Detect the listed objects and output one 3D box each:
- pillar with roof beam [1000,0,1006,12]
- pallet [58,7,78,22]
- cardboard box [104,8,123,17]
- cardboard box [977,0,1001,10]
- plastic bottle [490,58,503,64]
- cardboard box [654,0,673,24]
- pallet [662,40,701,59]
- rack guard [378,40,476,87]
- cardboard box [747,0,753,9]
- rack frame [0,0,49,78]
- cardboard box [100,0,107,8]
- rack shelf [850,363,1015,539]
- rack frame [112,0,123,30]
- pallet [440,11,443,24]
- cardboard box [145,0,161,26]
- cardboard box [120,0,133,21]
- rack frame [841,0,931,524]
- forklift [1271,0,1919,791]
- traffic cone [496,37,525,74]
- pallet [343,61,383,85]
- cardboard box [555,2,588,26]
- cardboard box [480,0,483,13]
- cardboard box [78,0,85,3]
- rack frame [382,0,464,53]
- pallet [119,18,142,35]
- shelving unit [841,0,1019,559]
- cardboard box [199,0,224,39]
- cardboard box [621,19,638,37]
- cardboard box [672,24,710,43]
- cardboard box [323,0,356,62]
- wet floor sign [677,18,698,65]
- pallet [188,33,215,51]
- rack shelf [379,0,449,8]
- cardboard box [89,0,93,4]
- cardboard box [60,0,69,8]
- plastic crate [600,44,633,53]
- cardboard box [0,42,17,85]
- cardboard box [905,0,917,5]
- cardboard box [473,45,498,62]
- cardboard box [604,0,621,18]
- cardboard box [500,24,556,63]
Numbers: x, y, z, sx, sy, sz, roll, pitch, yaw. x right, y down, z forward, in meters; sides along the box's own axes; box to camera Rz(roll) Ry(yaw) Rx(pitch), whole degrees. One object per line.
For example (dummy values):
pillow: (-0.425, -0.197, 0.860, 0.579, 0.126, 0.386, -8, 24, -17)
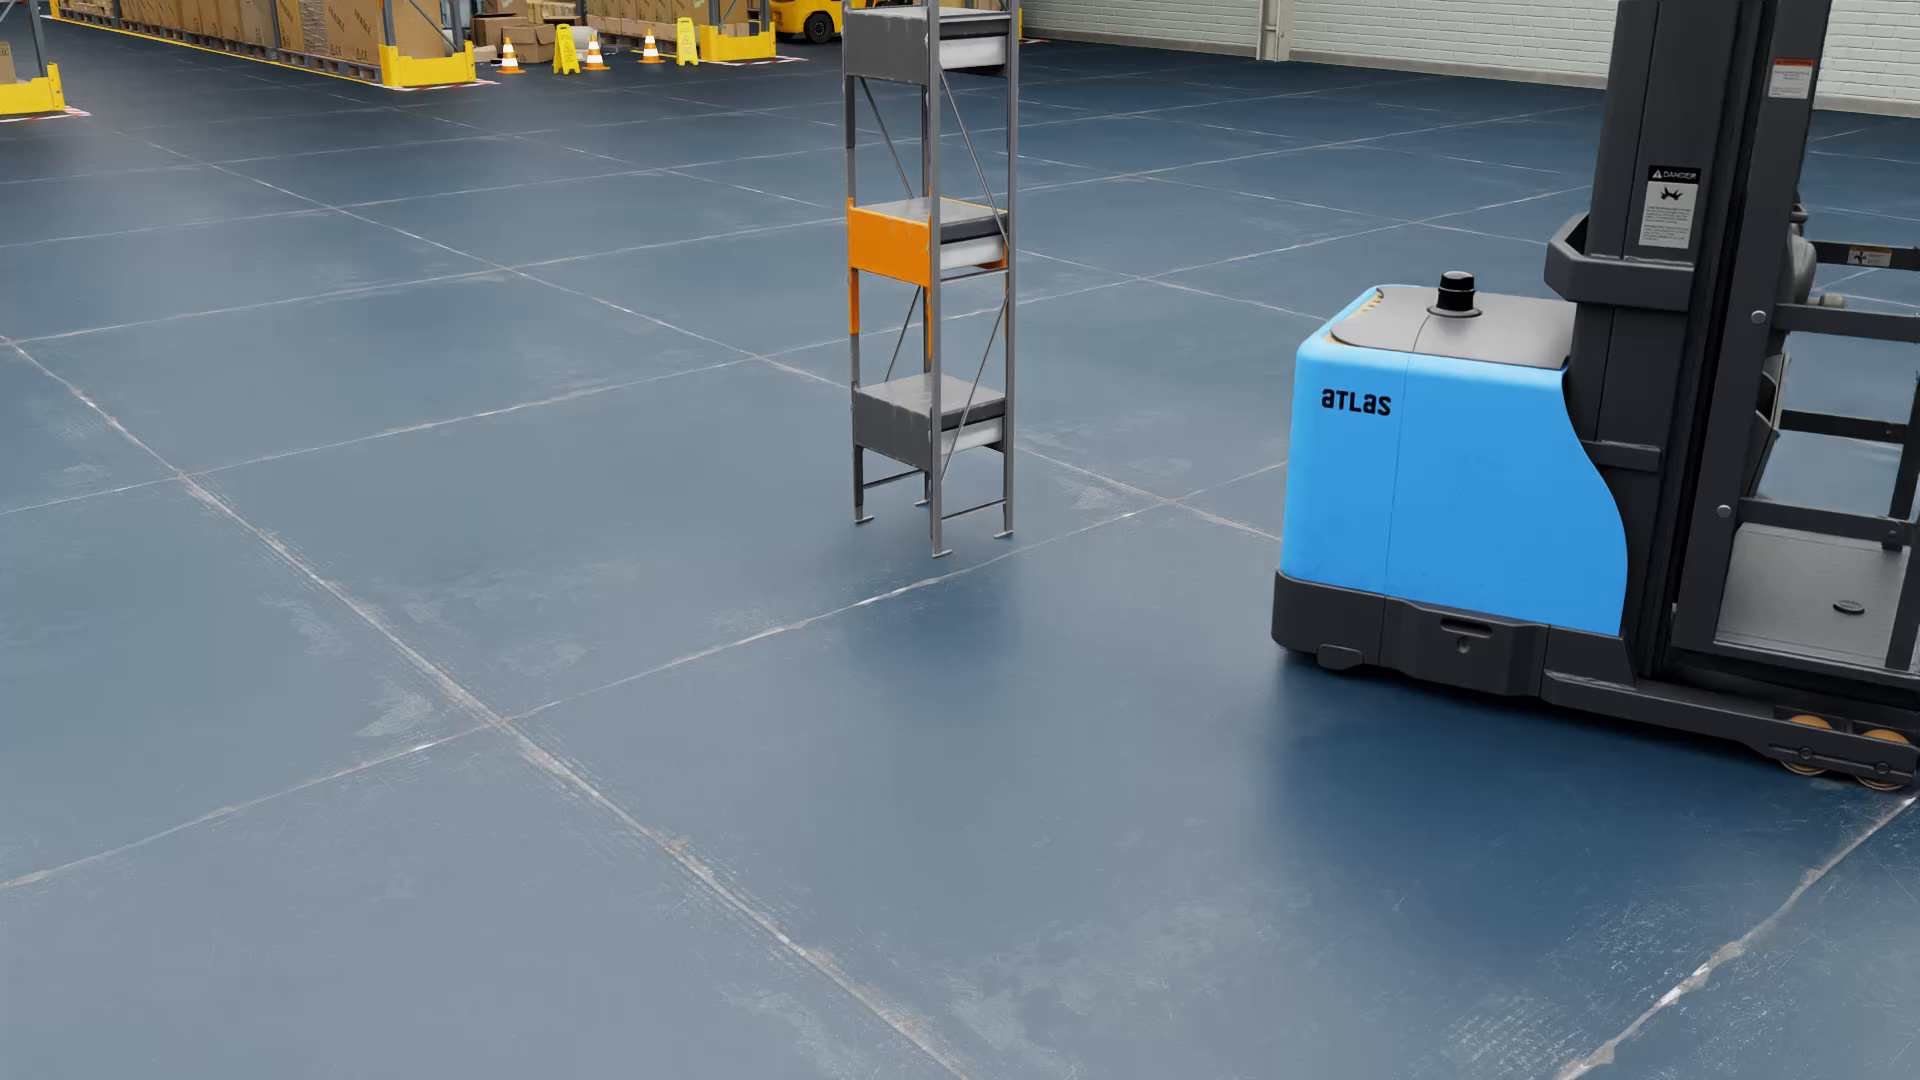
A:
pillar with roof beam: (-2.535, -11.946, 24.645, 9.100, 9.000, 0.400, -17, 27, -37)
pallet: (-16.834, -10.250, 32.364, 1.003, 0.211, 1.213, -17, 27, -37)
cardboard box: (-15.291, -9.592, 30.195, 0.380, 0.149, 0.250, -17, 27, -37)
cardboard box: (0.349, -9.098, 28.108, 0.500, 0.250, 0.500, -17, 27, -36)
plastic bottle: (-6.730, -6.963, 24.178, 0.283, 0.061, 0.133, 12, 24, 27)
cardboard box: (-4.323, -8.155, 25.358, 0.500, 0.500, 0.500, -16, 27, -36)
pallet: (-3.813, -7.543, 25.453, 1.003, 0.211, 1.213, -17, 27, -37)
rack guard: (-6.928, -6.211, 21.656, 1.175, 0.500, 0.348, -17, 27, -37)
cardboard box: (-3.894, -10.716, 32.411, 0.875, 0.625, 0.625, -16, 27, -36)
rack frame: (-10.767, -6.229, 18.274, 1.000, 3.000, 0.127, -17, 27, -37)
cardboard box: (-15.409, -9.787, 30.283, 0.380, 0.149, 0.250, -19, 28, -40)
rack shelf: (-0.108, -0.359, 6.478, 0.431, 0.518, 0.480, -17, 27, -37)
rack frame: (-14.776, -10.697, 29.682, 1.000, 3.000, 0.127, -17, 27, -37)
pallet: (-9.731, -10.072, 31.911, 1.003, 0.211, 1.213, -17, 27, -37)
cardboard box: (-13.487, -9.029, 28.276, 0.500, 0.500, 0.500, -19, 28, -40)
cardboard box: (-14.495, -9.461, 29.378, 0.500, 0.500, 0.500, -16, 27, -35)
rack frame: (-0.267, -1.091, 6.390, 0.400, 2.100, 0.015, -17, 27, -37)
forklift: (2.575, -0.881, 4.714, 3.031, 2.935, 1.130, 10, 24, 25)
traffic cone: (-6.214, -6.685, 22.917, 0.336, 0.463, 0.334, -17, 27, -37)
pallet: (-7.525, -6.285, 22.242, 1.003, 0.211, 1.213, -17, 27, -37)
cardboard box: (-6.215, -8.809, 27.889, 0.950, 0.372, 0.625, -17, 27, -37)
cardboard box: (-8.120, -9.611, 29.938, 0.950, 0.372, 0.625, -20, 29, -41)
cardboard box: (-16.547, -10.320, 31.644, 0.380, 0.149, 0.250, -19, 28, -40)
rack frame: (-6.943, -7.381, 21.217, 1.000, 3.000, 0.127, -17, 27, -37)
pallet: (-14.267, -9.184, 29.642, 1.003, 0.211, 1.213, -17, 27, -37)
shelving unit: (-0.108, -1.023, 6.218, 0.431, 2.100, 0.503, -17, 27, -37)
cardboard box: (-11.263, -8.309, 26.095, 1.050, 0.750, 0.750, -17, 27, -37)
cardboard box: (-4.985, -8.090, 26.221, 0.500, 0.250, 0.500, -18, 28, -38)
cardboard box: (-4.007, -7.669, 25.145, 0.500, 0.250, 0.500, -18, 27, -38)
cardboard box: (-8.012, -7.002, 22.585, 0.875, 0.875, 0.875, -18, 28, -38)
wet floor sign: (-3.946, -7.184, 23.942, 0.267, 0.644, 0.232, -8, 23, -19)
pallet: (-11.708, -8.057, 26.767, 1.003, 0.211, 1.213, -17, 27, -37)
rack shelf: (-8.249, -7.599, 22.759, 1.077, 0.370, 4.000, -17, 27, -37)
cardboard box: (-16.027, -10.094, 31.067, 0.380, 0.149, 0.250, -19, 28, -40)
cardboard box: (-17.288, -10.449, 32.382, 0.380, 0.149, 0.250, -17, 27, -36)
plastic crate: (-5.467, -7.704, 26.045, 0.583, 0.080, 0.402, 12, 24, 27)
cardboard box: (-11.162, -5.437, 19.103, 0.500, 0.500, 0.500, -12, 24, -28)
cardboard box: (-0.728, -9.257, 28.515, 0.500, 0.250, 0.500, -18, 28, -39)
cardboard box: (-7.037, -7.177, 24.444, 0.396, 0.266, 0.258, -12, 25, -28)
cardboard box: (-5.331, -8.585, 26.456, 0.500, 0.500, 0.500, -16, 27, -35)
cardboard box: (-6.324, -7.308, 24.452, 0.637, 0.503, 0.797, 3, 22, 9)
